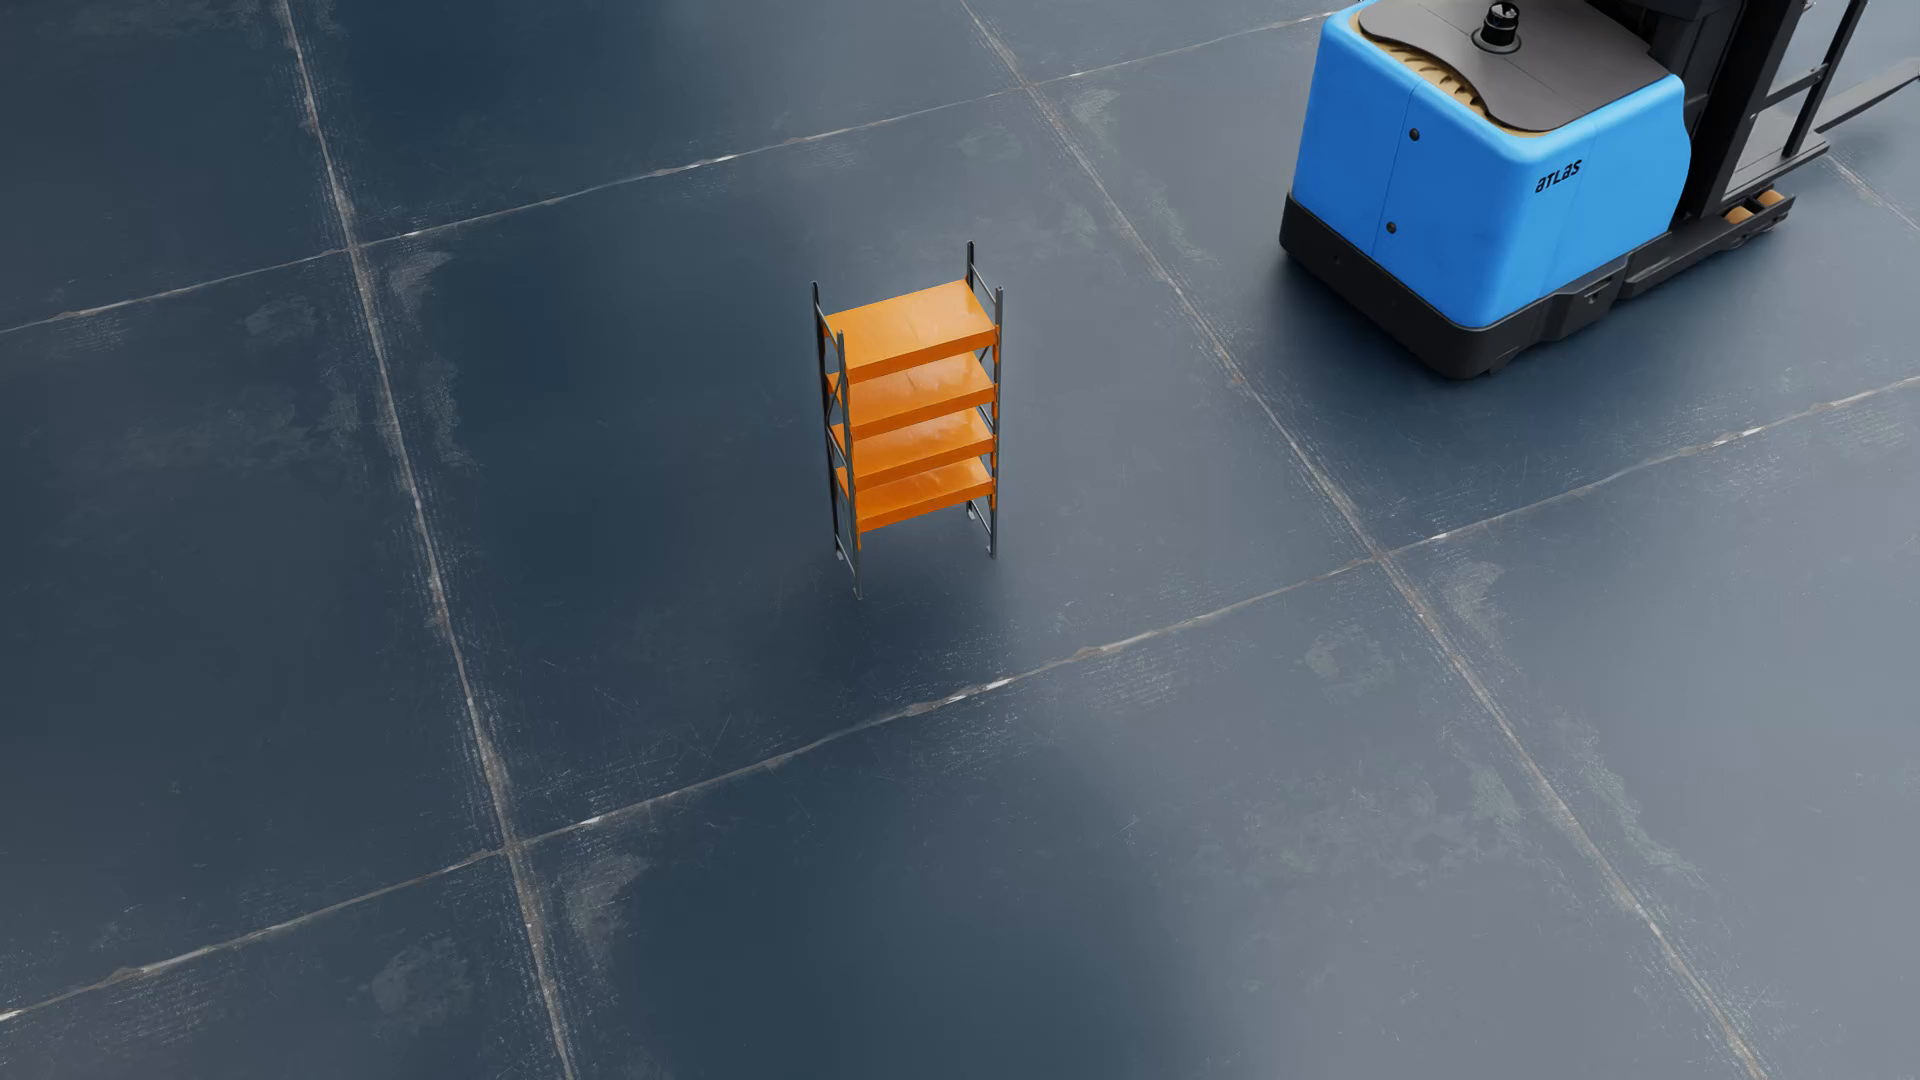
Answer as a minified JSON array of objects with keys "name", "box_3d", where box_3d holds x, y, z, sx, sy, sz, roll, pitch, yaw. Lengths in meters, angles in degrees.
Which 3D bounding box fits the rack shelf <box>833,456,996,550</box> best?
[{"name":"rack shelf","box_3d":[-0.153,-0.170,5.456,0.480,0.148,0.258,-17,52,-14]}]

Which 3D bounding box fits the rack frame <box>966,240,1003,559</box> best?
[{"name":"rack frame","box_3d":[0.073,-0.413,5.314,0.015,1.200,0.240,-17,52,-14]}]

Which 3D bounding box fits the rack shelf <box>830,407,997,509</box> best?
[{"name":"rack shelf","box_3d":[-0.153,-0.300,5.305,0.480,0.148,0.258,-17,52,-14]}]

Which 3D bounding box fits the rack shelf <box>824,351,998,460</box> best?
[{"name":"rack shelf","box_3d":[-0.153,-0.445,5.135,0.480,0.148,0.258,-17,52,-14]}]

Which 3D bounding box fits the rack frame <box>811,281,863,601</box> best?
[{"name":"rack frame","box_3d":[-0.379,-0.273,5.194,0.015,1.200,0.240,-17,52,-14]}]

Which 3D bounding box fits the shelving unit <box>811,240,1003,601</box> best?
[{"name":"shelving unit","box_3d":[-0.153,-0.343,5.254,0.503,1.200,0.258,-17,52,-14]}]

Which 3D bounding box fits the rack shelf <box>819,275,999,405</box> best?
[{"name":"rack shelf","box_3d":[-0.153,-0.599,4.956,0.480,0.148,0.258,-17,52,-14]}]

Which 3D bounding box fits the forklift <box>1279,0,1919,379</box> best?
[{"name":"forklift","box_3d":[2.790,-2.447,5.920,3.031,2.935,1.130,-27,55,-21]}]
